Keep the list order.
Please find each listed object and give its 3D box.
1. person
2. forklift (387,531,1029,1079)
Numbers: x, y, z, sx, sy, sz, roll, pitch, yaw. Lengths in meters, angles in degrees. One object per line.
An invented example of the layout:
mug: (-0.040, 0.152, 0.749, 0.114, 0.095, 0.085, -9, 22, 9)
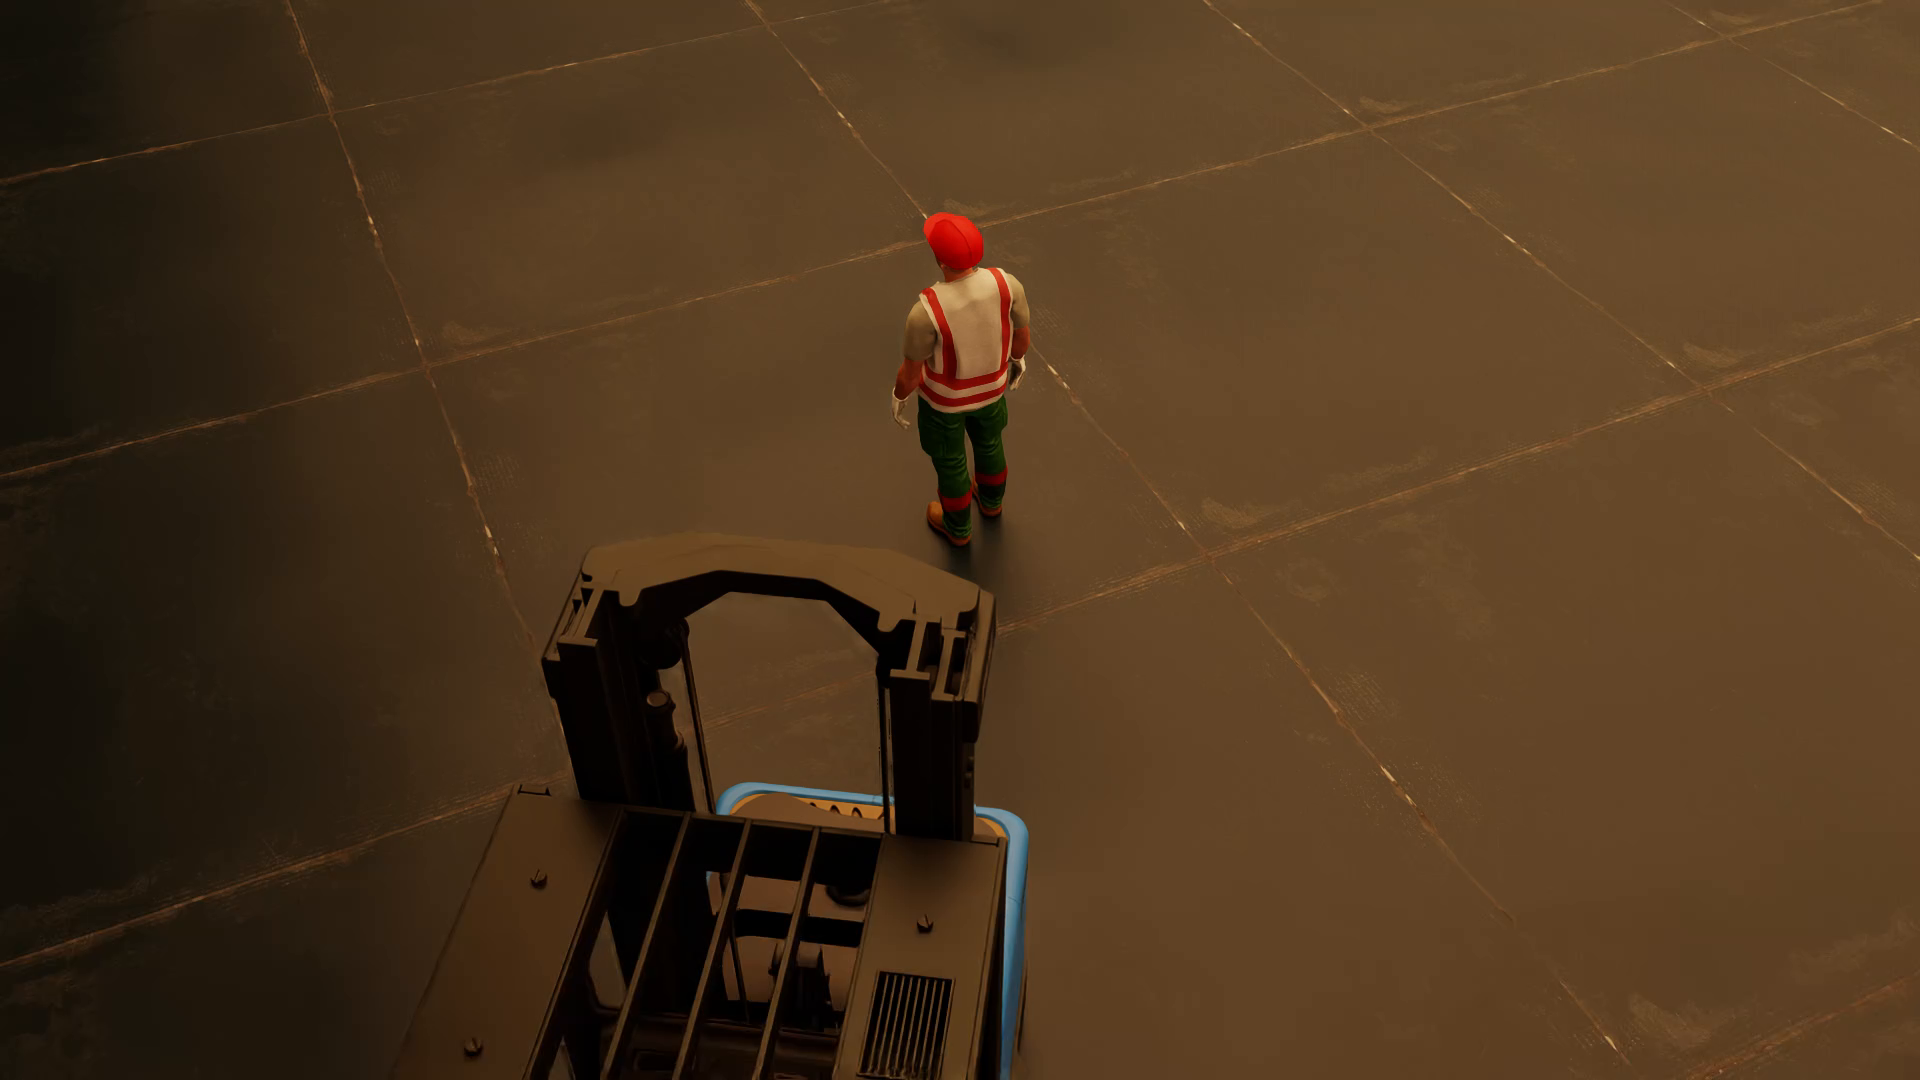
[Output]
person: (-0.022, -0.713, 7.270, 0.637, 1.787, 0.564, -18, 46, -18)
forklift: (-0.477, 1.535, 4.035, 1.130, 2.935, 3.031, 5, 43, 6)
